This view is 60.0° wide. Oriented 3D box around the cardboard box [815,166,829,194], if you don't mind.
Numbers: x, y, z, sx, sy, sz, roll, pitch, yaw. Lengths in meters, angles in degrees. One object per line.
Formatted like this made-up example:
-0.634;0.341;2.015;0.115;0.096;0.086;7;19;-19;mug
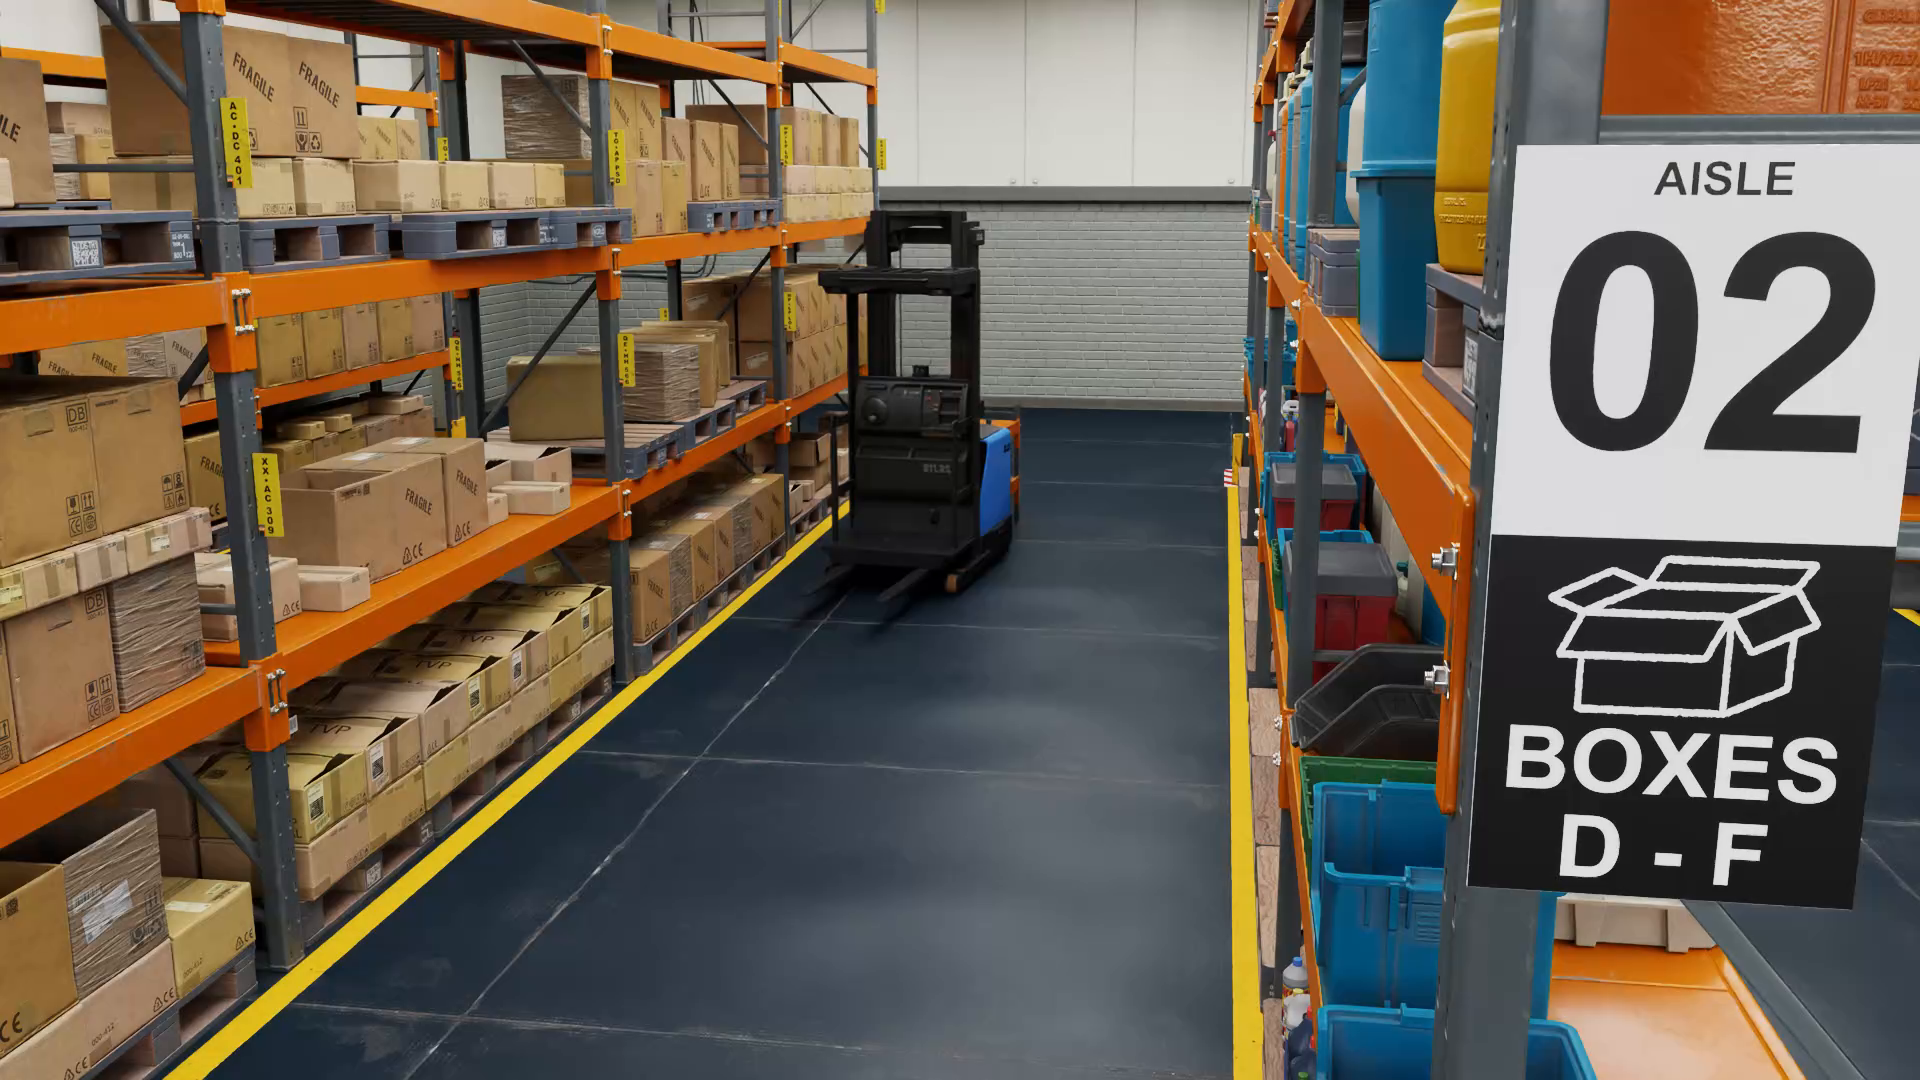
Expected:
-1.512;-3.333;15.387;0.500;0.250;0.500;2;12;9;cardboard box

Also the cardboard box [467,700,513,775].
-2.683;1.014;8.699;0.500;0.250;0.500;2;12;10;cardboard box

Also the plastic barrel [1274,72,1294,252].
1.943;-1.948;8.602;0.600;0.901;0.600;0;12;0;plastic barrel

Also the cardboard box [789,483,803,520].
-1.717;-0.375;14.953;0.500;0.311;0.500;2;12;9;cardboard box

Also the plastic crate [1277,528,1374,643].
1.530;0.200;6.981;0.392;0.384;0.575;2;12;9;plastic crate

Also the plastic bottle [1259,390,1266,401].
2.385;-1.035;12.981;0.097;0.271;0.097;0;12;0;plastic bottle

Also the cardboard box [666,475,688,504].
-2.464;-0.453;13.085;0.500;0.250;0.500;2;12;9;cardboard box

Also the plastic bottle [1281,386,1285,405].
2.518;-1.138;13.270;0.144;0.351;0.185;2;12;9;plastic bottle

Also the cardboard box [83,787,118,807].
-3.606;1.130;6.381;0.500;0.500;0.500;2;12;9;cardboard box

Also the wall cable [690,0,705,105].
-2.379;-7.348;23.114;3.097;2.526;0.112;2;12;9;wall cable

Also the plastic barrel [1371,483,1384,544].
2.271;-0.146;8.287;0.421;0.512;0.421;0;12;0;plastic barrel

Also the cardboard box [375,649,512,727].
-2.681;0.738;8.649;0.500;0.311;0.500;2;12;10;cardboard box

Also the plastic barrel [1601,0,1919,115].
1.002;-0.722;2.087;0.600;0.830;0.708;2;12;9;plastic barrel

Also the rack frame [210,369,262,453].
-6.891;-1.554;15.084;1.000;3.000;0.127;2;12;9;rack frame

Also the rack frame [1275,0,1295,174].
2.283;-3.333;9.099;1.000;3.000;0.127;2;12;9;rack frame

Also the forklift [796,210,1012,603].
-0.445;-1.099;13.134;1.130;2.935;3.031;4;13;16;forklift

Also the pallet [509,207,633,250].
-2.627;-1.792;9.514;1.213;0.211;1.003;2;12;11;pallet

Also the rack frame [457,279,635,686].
-2.611;-0.562;10.480;1.000;3.000;0.127;2;12;9;rack frame

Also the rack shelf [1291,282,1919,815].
1.361;-0.266;3.695;1.077;0.370;4.000;2;12;9;rack shelf

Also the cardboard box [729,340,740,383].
-2.172;-1.556;14.854;0.500;0.500;0.500;2;12;10;cardboard box

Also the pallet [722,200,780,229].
-2.165;-2.635;13.428;1.213;0.211;1.003;2;12;9;pallet

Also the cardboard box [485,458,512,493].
-2.939;-0.338;9.654;0.500;0.311;0.500;2;12;8;cardboard box

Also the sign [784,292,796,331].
-1.446;-1.943;14.141;0.100;0.325;0.005;2;12;9;sign

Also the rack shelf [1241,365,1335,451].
3.206;-1.298;15.603;1.077;0.370;4.000;2;12;9;rack shelf

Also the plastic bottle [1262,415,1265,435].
2.213;-0.802;11.898;0.097;0.271;0.097;0;12;0;plastic bottle

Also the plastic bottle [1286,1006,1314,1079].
1.134;1.667;5.383;0.144;0.351;0.185;2;12;10;plastic bottle

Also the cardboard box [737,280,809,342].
-1.645;-2.021;14.640;0.500;0.500;0.500;2;12;10;cardboard box

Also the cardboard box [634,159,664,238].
-2.498;-2.275;11.072;0.910;0.500;0.500;2;12;9;cardboard box

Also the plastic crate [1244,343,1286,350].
3.049;-1.835;16.645;0.416;0.233;0.300;2;12;9;plastic crate

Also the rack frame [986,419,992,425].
0.034;-0.525;14.762;0.500;1.125;0.032;4;13;16;rack frame

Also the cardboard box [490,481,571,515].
-2.476;-0.243;9.596;0.380;0.149;0.250;2;12;9;cardboard box

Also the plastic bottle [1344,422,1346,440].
2.877;-0.869;12.210;0.097;0.271;0.097;0;12;0;plastic bottle

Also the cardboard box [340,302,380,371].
-6.571;-2.117;16.983;0.980;0.700;0.700;1;12;6;cardboard box

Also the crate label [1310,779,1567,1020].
1.069;0.856;3.819;0.502;0.435;0.616;2;12;9;crate label

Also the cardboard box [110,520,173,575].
-3.096;0.020;6.004;0.380;0.149;0.250;2;12;7;cardboard box

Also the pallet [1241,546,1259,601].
2.739;0.289;13.150;1.003;0.211;1.213;2;12;9;pallet

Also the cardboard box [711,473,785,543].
-1.788;-0.275;14.040;0.500;0.500;0.500;2;12;8;cardboard box

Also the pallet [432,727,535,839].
-2.966;1.225;8.809;1.003;0.211;1.213;2;12;9;pallet

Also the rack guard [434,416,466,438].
-6.272;-1.170;19.235;1.175;0.500;0.348;2;12;9;rack guard

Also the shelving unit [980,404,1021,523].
0.175;-0.628;15.239;0.538;1.125;1.048;4;13;16;shelving unit

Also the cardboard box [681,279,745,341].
-2.173;-2.046;14.755;0.500;0.500;0.500;2;12;9;cardboard box

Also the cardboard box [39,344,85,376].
-7.011;-1.230;12.591;0.500;0.500;0.500;2;12;8;cardboard box

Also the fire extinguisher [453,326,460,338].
-5.796;-2.183;19.072;0.296;0.674;0.183;2;12;9;fire extinguisher

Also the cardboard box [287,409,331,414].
-6.695;-1.254;17.089;0.380;0.149;0.250;2;12;8;cardboard box

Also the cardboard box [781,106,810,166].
-1.741;-3.600;14.848;0.700;0.500;0.500;2;12;9;cardboard box

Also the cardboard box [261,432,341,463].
-6.594;-0.794;16.495;0.700;0.500;0.500;2;12;8;cardboard box

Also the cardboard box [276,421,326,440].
-6.441;-1.072;16.245;0.380;0.149;0.250;2;12;11;cardboard box

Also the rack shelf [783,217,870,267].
-1.688;-2.925;16.035;1.077;0.370;4.000;2;12;9;rack shelf

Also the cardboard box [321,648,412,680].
-3.213;0.725;8.707;0.500;0.311;0.500;2;12;8;cardboard box

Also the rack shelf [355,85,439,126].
-6.583;-4.356;16.502;1.077;0.370;4.000;2;12;9;rack shelf

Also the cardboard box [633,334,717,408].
-2.206;-1.279;12.573;0.700;0.500;0.500;-1;12;-6;cardboard box

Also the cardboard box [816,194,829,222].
-1.517;-3.089;15.441;0.500;0.250;0.500;2;12;9;cardboard box

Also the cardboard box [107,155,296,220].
-3.121;-1.455;6.865;0.500;0.250;0.500;3;13;15;cardboard box

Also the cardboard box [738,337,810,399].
-1.648;-1.540;14.784;0.500;0.500;0.500;2;12;10;cardboard box

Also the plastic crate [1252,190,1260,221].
2.868;-3.023;15.061;0.437;0.282;0.530;2;12;9;plastic crate

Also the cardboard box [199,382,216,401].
-6.678;-1.308;14.492;0.380;0.149;0.250;2;12;10;cardboard box

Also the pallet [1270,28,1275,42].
2.802;-3.705;12.221;1.003;0.211;1.213;2;12;9;pallet
